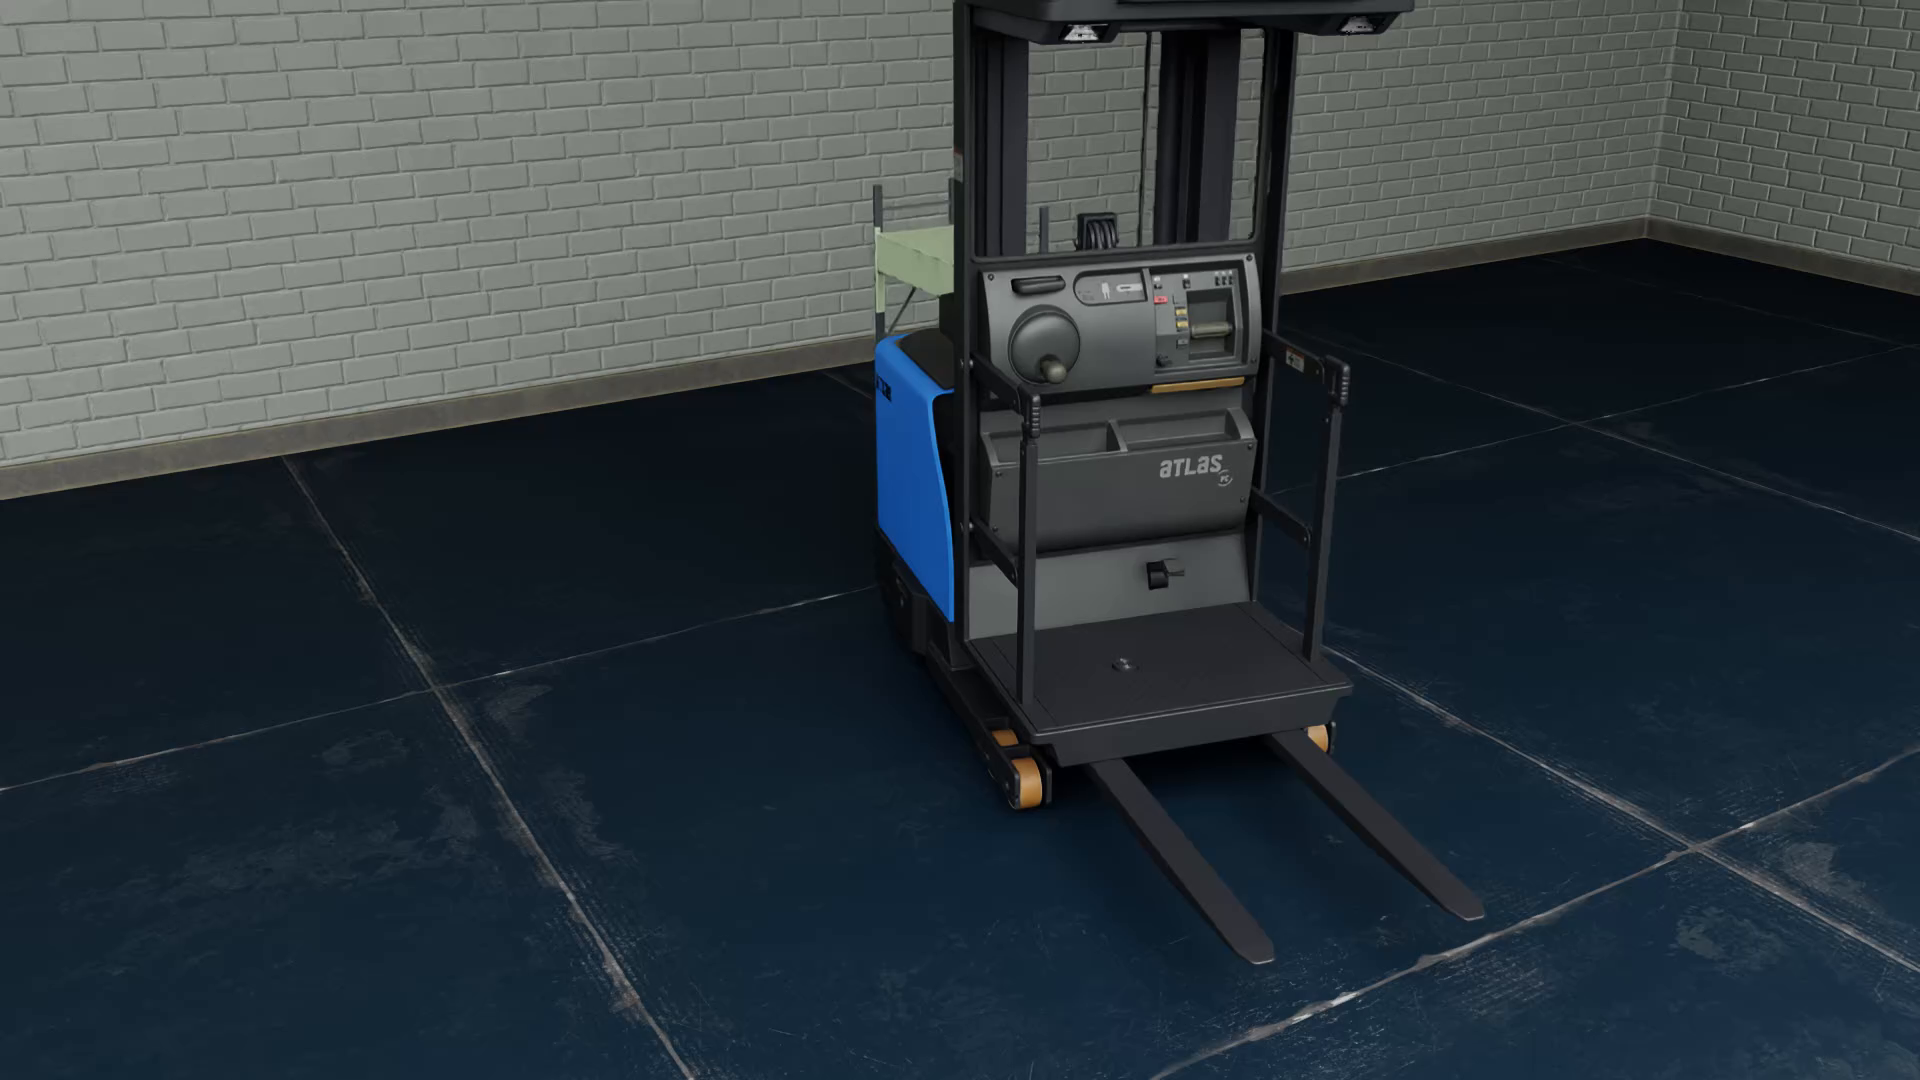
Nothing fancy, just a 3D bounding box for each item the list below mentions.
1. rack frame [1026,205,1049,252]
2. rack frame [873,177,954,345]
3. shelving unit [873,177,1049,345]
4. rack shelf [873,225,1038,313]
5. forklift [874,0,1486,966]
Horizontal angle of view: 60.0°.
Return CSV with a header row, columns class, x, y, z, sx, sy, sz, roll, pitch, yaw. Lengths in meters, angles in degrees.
class,x,y,z,sx,sy,sz,roll,pitch,yaw
rack frame,0.172,-0.595,6.783,0.400,1.500,0.023,-12,25,-27
rack frame,-0.188,-0.835,7.374,0.400,1.500,0.023,-12,25,-27
shelving unit,-0.008,-0.715,7.078,0.431,1.500,0.755,-12,25,-27
rack shelf,-0.008,-1.076,6.931,0.431,0.370,0.720,-12,25,-27
forklift,0.589,-0.679,5.089,1.130,2.935,3.031,-7,23,-16
